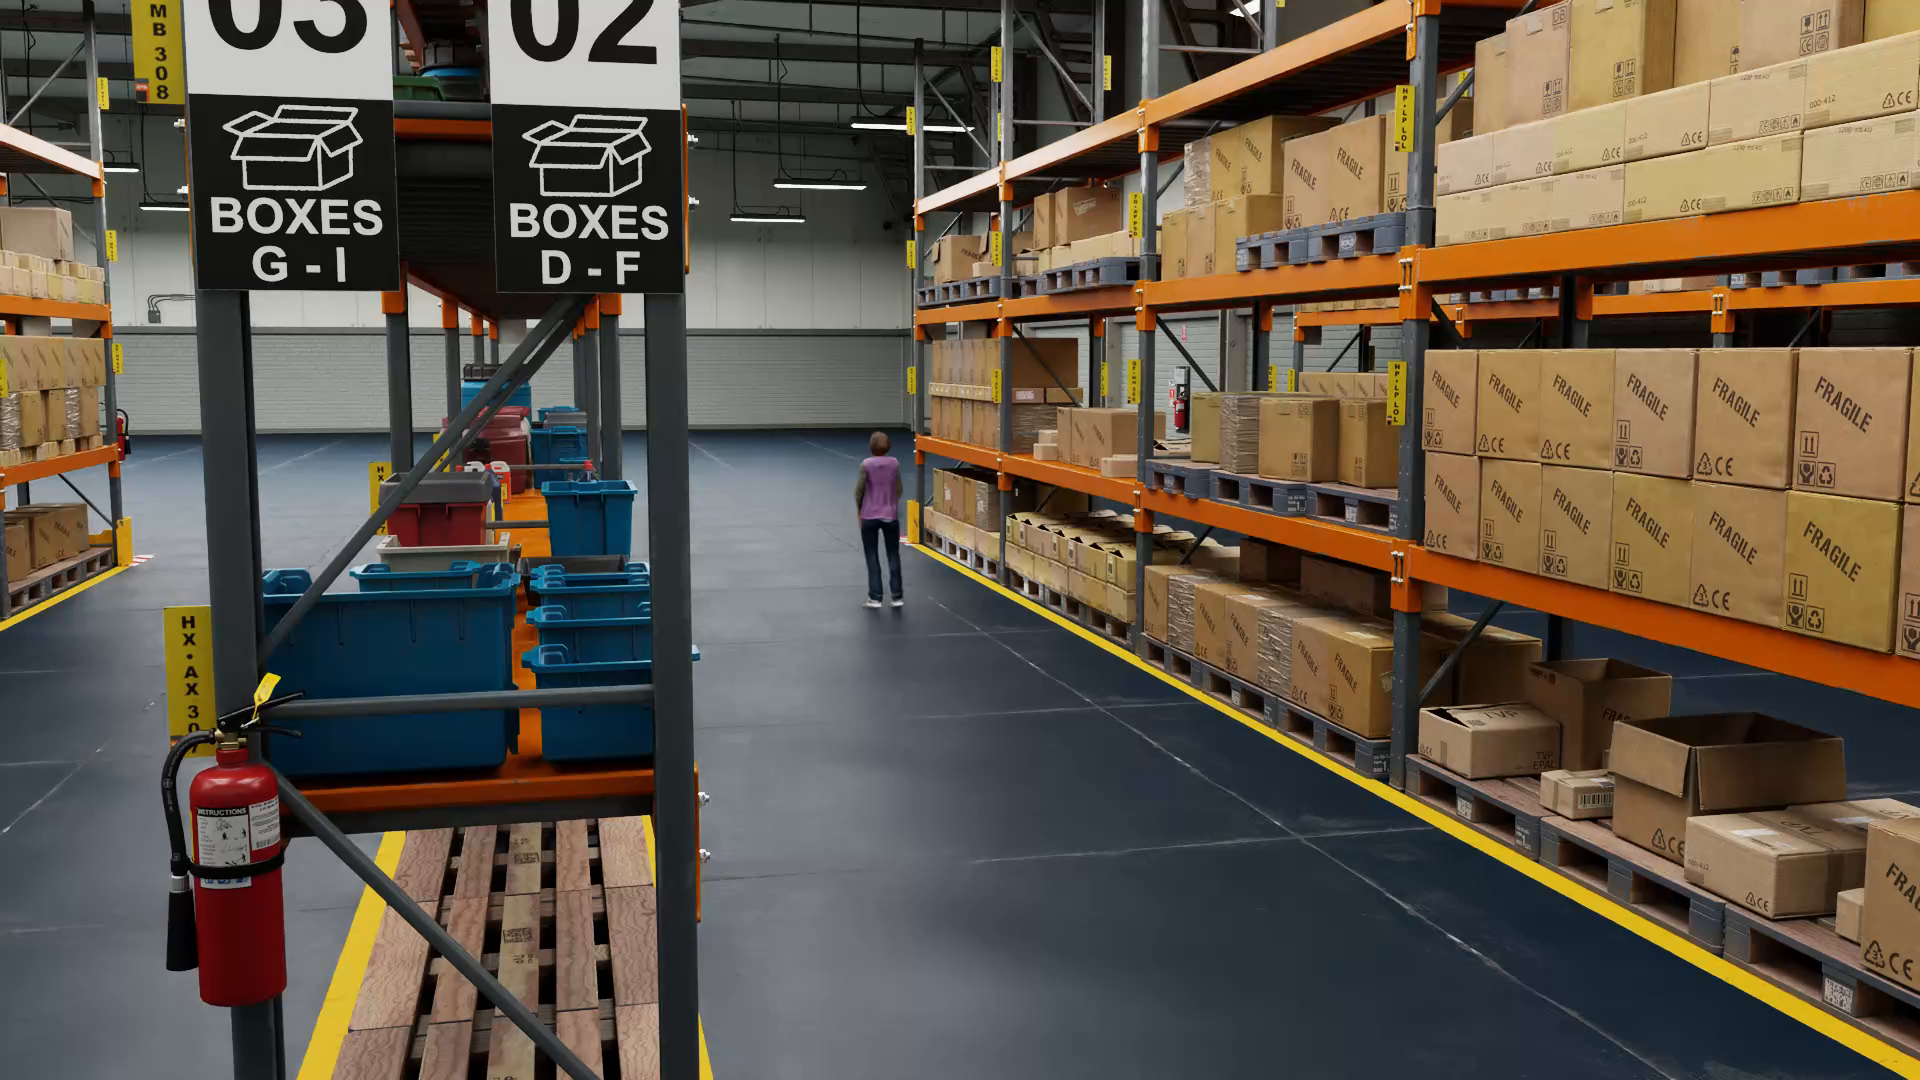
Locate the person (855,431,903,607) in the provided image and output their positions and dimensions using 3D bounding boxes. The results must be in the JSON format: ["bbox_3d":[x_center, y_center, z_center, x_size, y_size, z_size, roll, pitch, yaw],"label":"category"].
[{"bbox_3d":[-0.727,-0.190,15.066,0.454,1.600,0.417,-1,6,-12],"label":"person"}]
